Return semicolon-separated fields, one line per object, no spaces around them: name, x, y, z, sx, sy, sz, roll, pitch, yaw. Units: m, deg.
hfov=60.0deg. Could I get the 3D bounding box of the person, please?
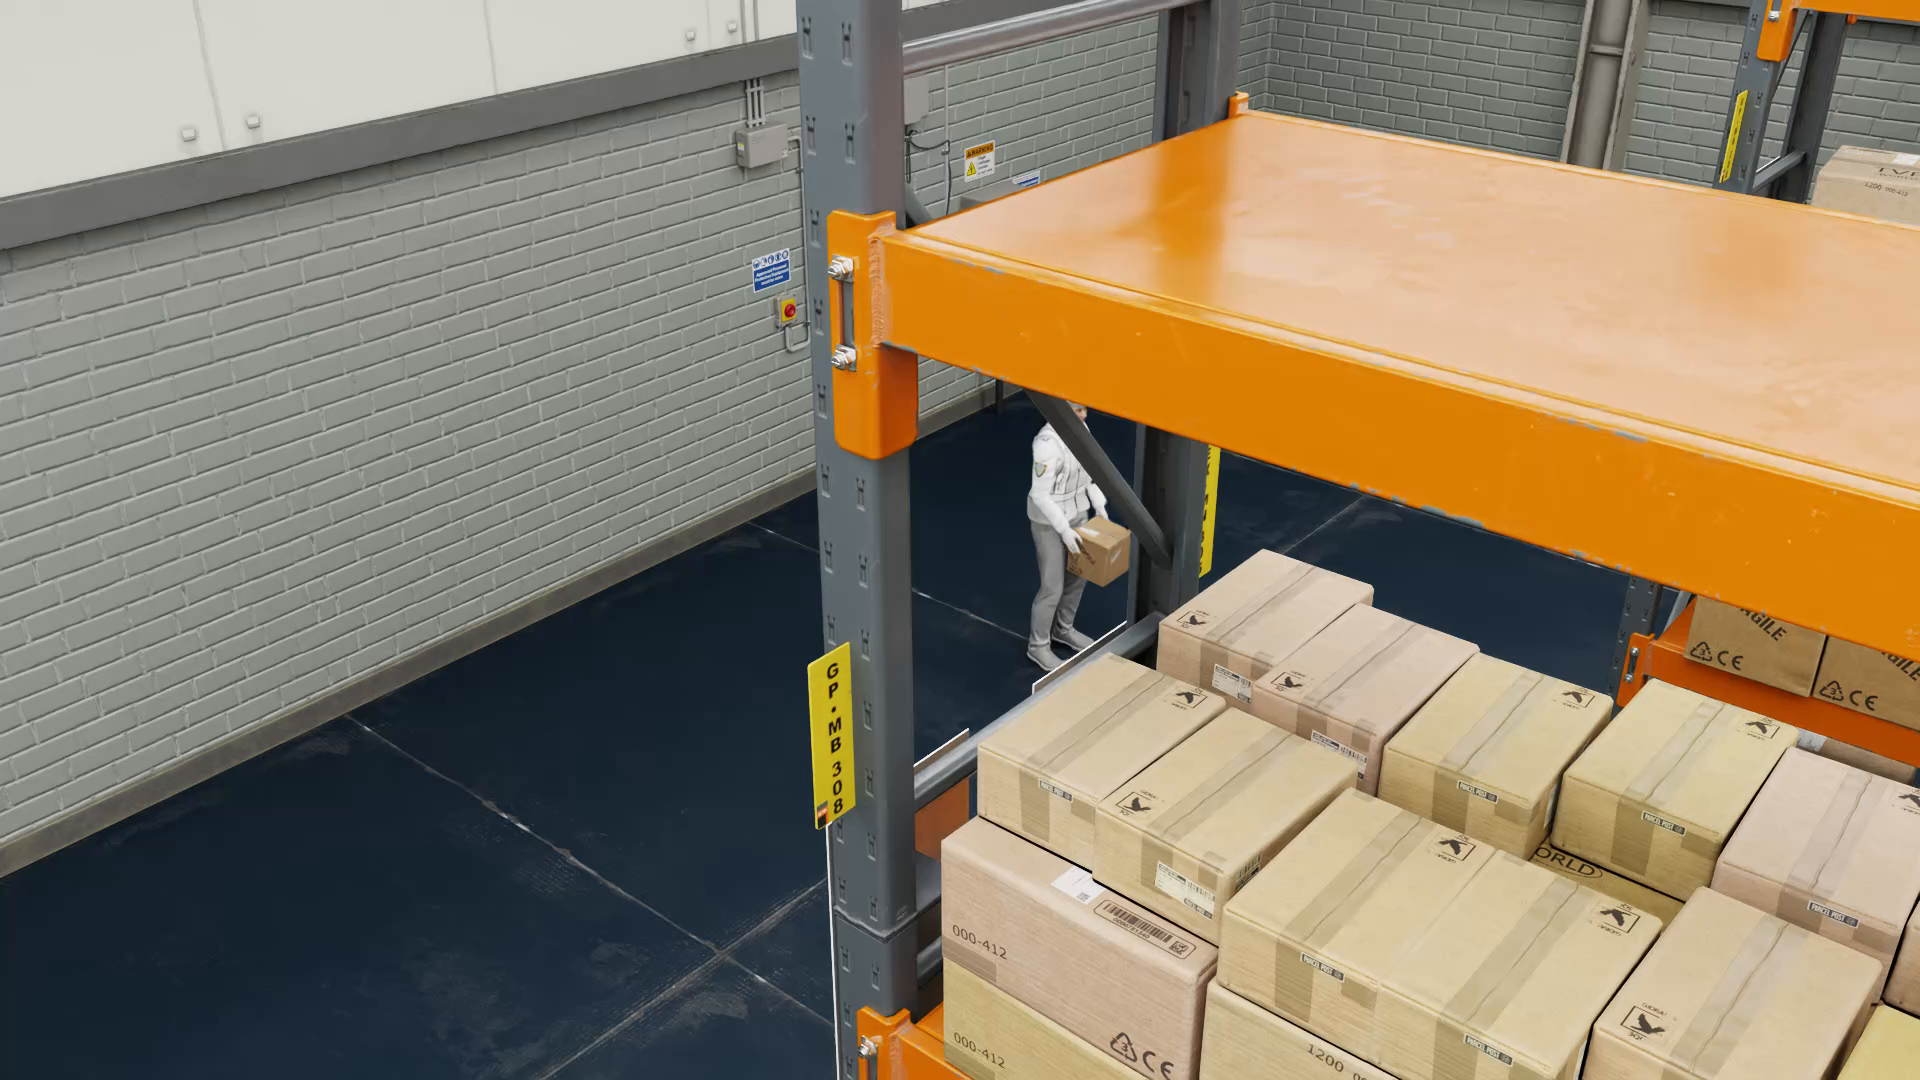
person;0.588;-0.102;9.199;0.398;1.682;0.501;20;34;33
